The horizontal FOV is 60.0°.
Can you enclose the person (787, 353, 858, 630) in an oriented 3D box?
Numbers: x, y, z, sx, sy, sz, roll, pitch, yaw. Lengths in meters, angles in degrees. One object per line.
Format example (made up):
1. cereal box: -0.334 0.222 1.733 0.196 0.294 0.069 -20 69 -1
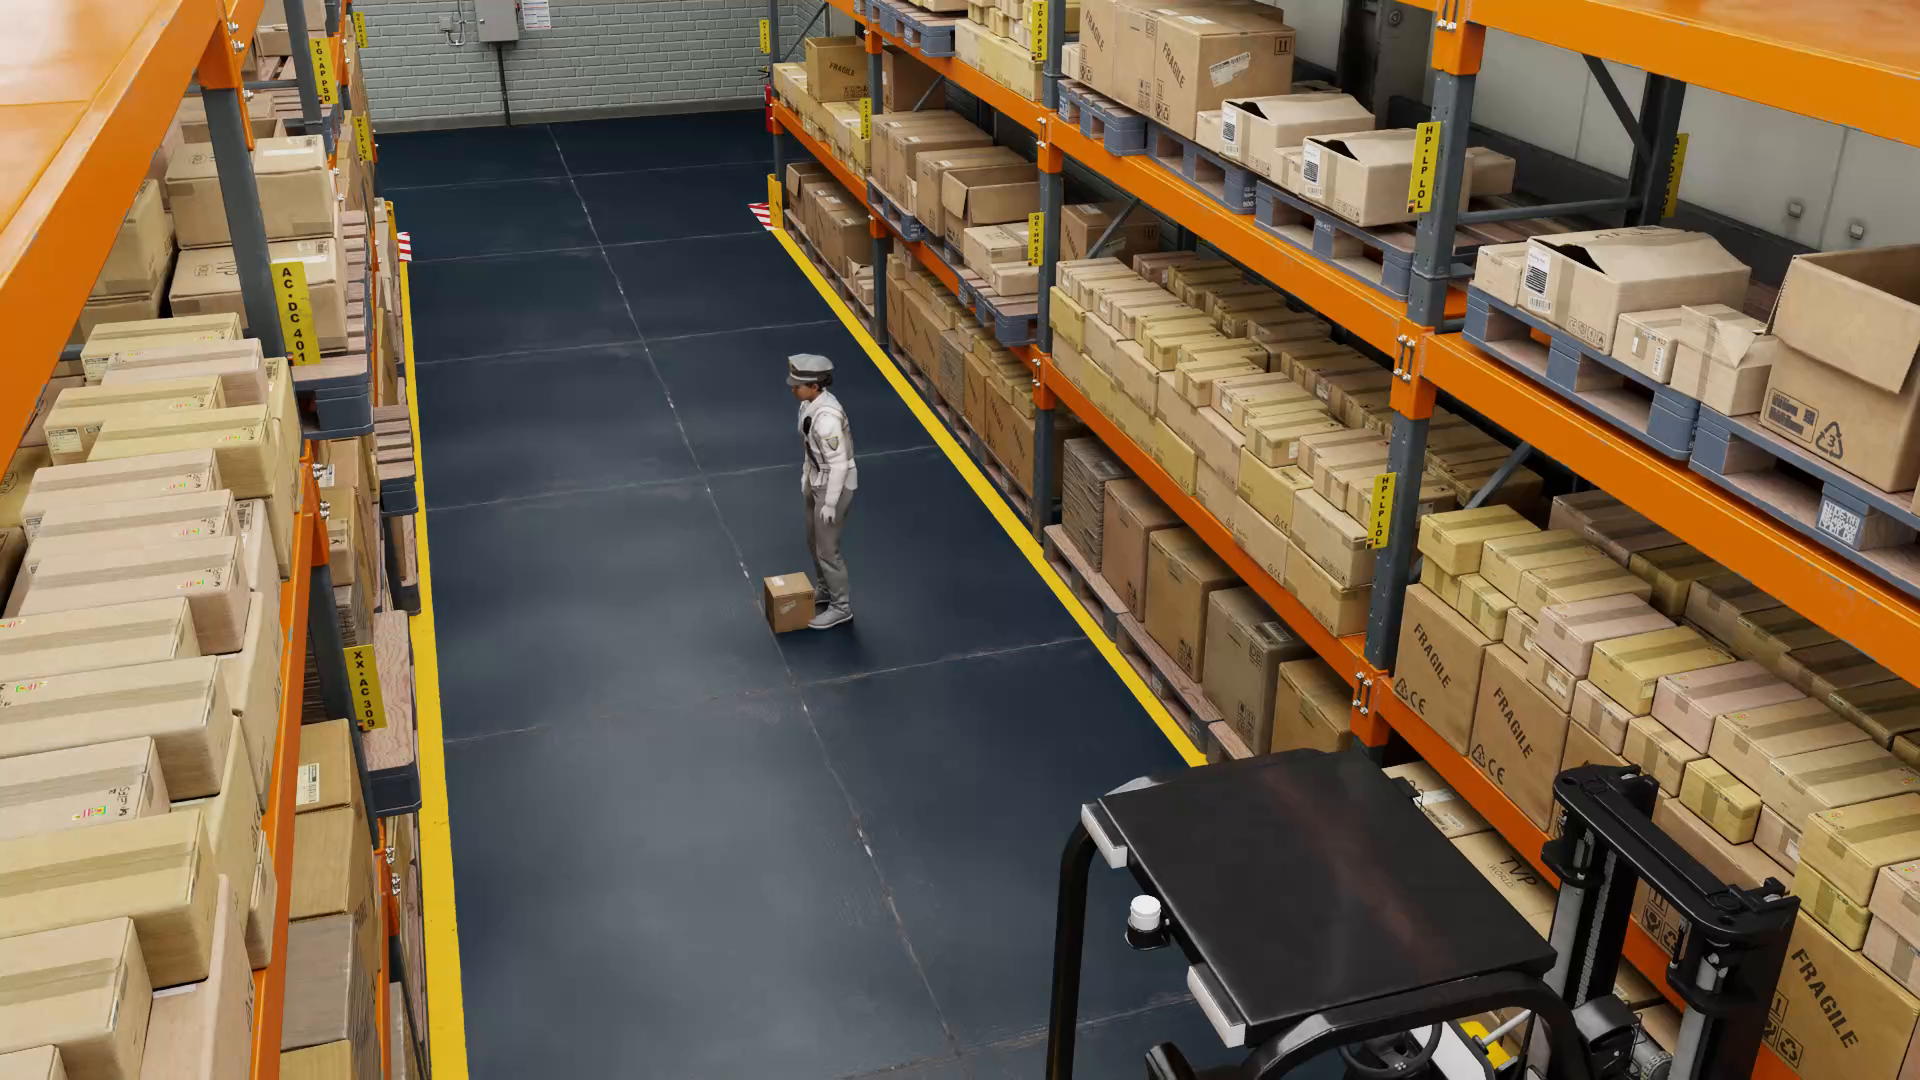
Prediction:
1. person: -0.797 -0.293 9.698 0.378 1.663 0.537 -9 28 -17
